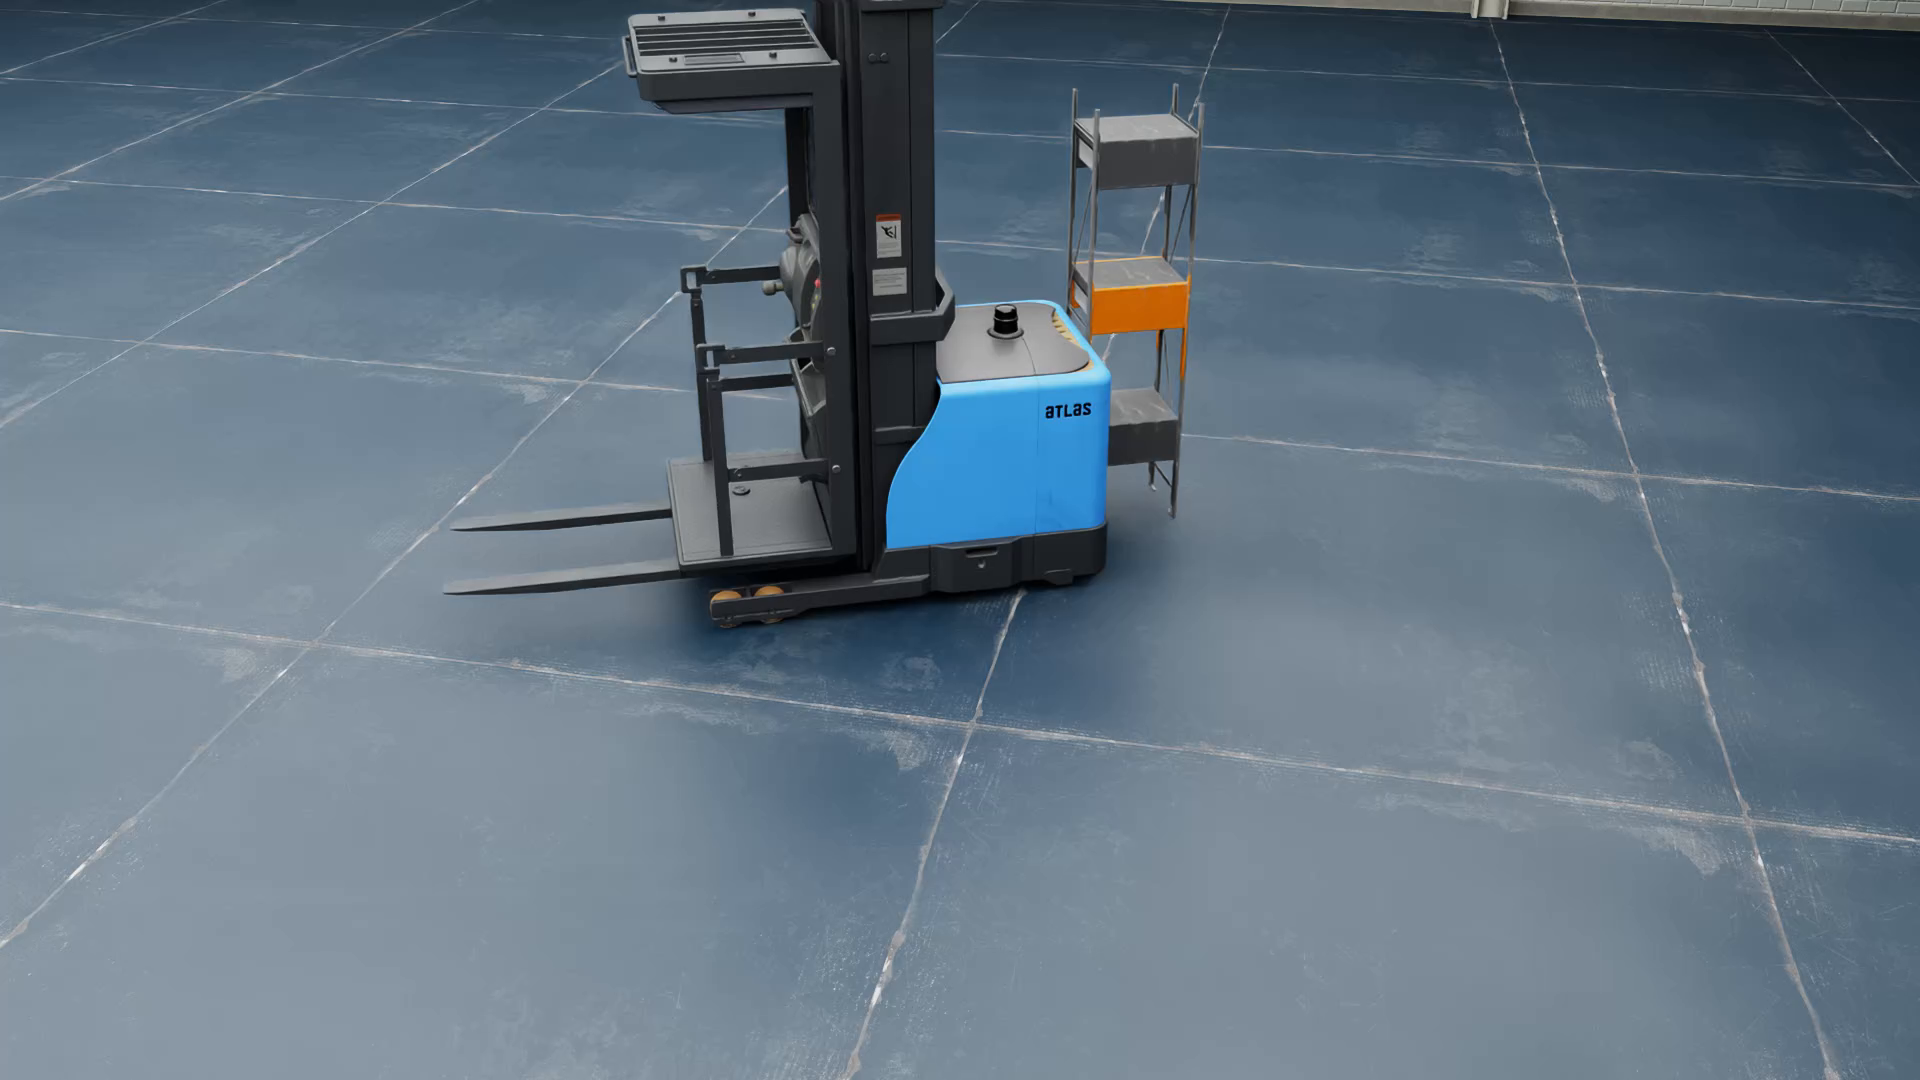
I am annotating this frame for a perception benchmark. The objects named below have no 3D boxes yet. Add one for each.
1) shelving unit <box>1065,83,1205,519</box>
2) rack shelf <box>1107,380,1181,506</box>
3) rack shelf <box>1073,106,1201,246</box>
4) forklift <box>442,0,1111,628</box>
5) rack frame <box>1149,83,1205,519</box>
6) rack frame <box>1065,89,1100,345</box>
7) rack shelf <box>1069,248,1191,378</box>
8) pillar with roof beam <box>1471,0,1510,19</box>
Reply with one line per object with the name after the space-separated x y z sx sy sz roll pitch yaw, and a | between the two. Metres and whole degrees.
0.808 -1.097 8.067 0.503 2.100 0.431 -6 29 -11 | shelving unit
0.808 -0.471 8.409 0.480 0.518 0.431 -6 29 -11 | rack shelf
0.808 -1.699 7.737 0.480 0.518 0.431 -6 29 -11 | rack shelf
-0.880 -1.166 7.327 3.031 2.935 1.130 -6 29 -11 | forklift
1.046 -1.121 8.112 0.015 2.100 0.400 -6 29 -11 | rack frame
0.569 -1.072 8.022 0.015 2.100 0.400 -6 29 -11 | rack frame
0.808 -1.085 8.073 0.480 0.518 0.431 -6 29 -11 | rack shelf
5.285 -8.057 13.596 0.400 9.000 9.100 6 29 11 | pillar with roof beam
